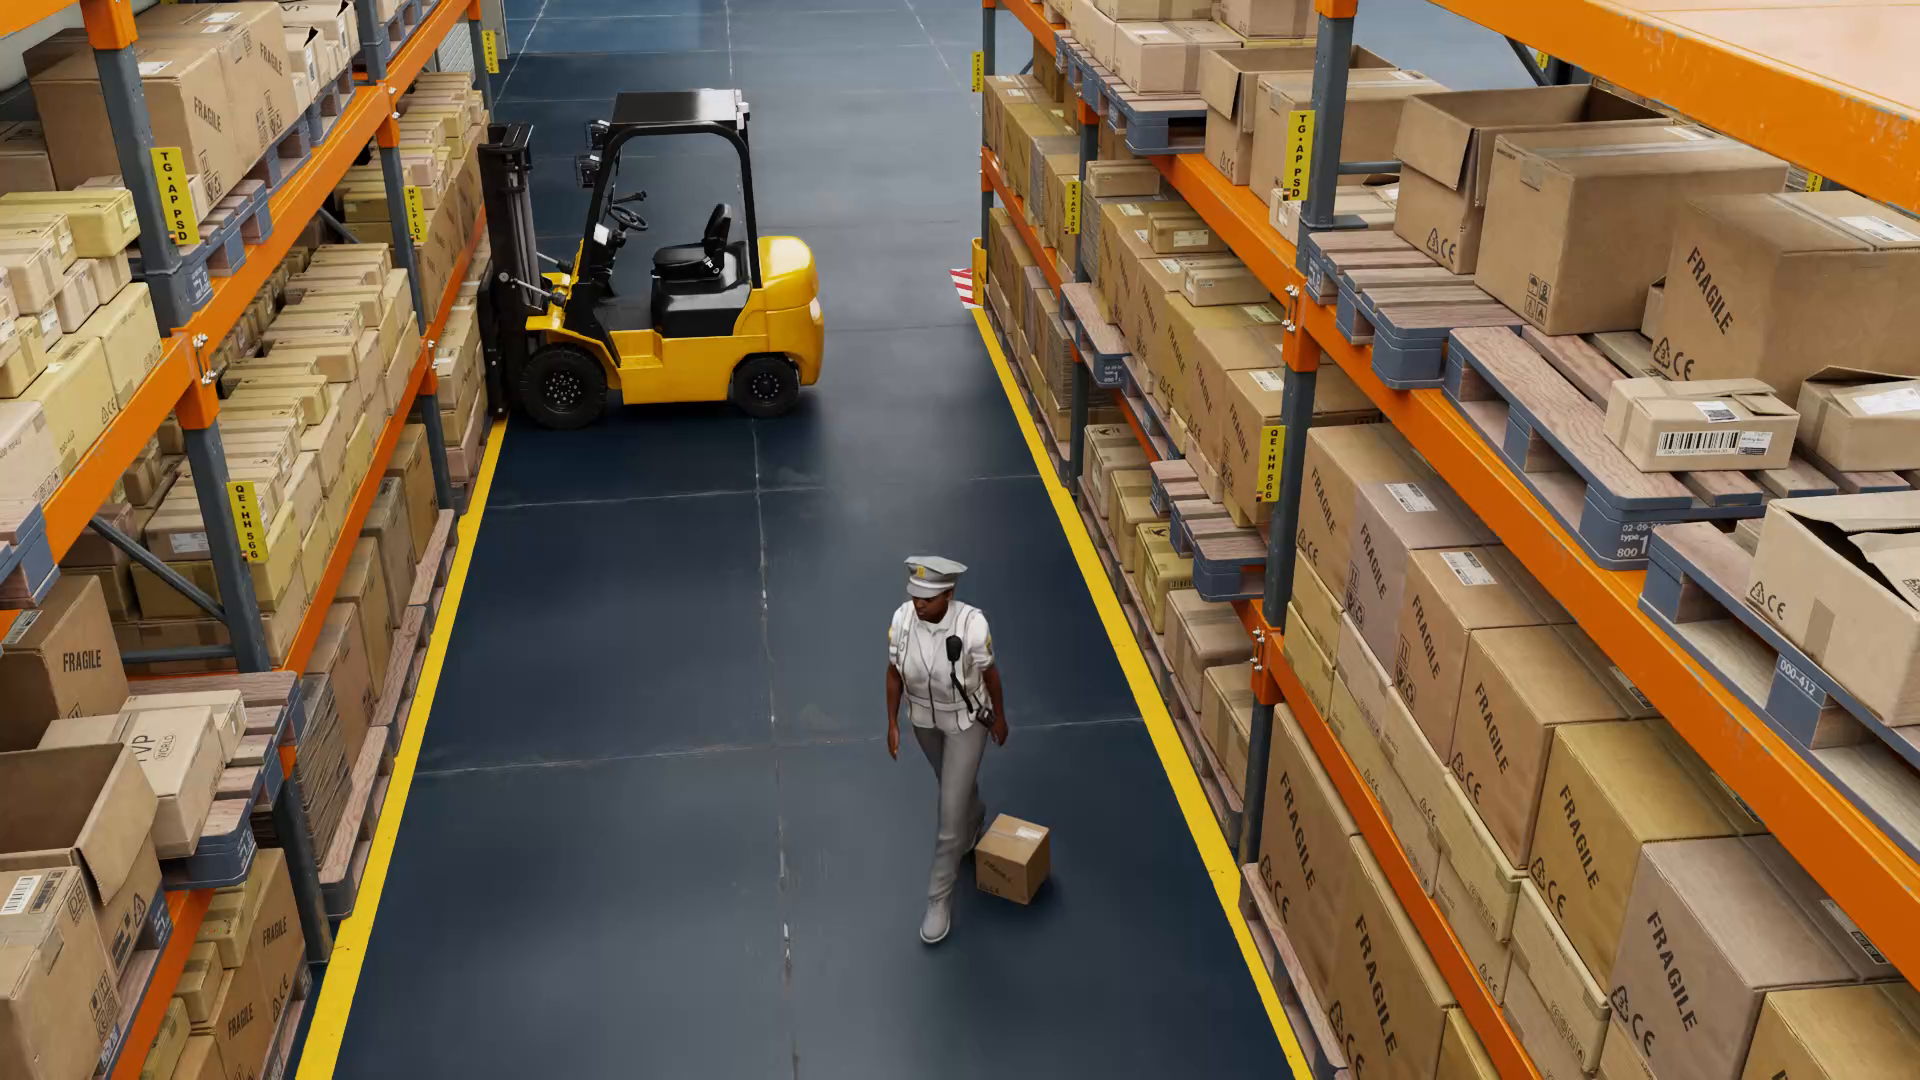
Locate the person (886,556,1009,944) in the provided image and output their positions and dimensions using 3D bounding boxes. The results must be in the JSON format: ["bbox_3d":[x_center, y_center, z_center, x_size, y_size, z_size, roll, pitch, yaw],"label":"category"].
[{"bbox_3d":[-0.087,0.778,7.089,0.476,1.652,0.853,13,30,23],"label":"person"}]
